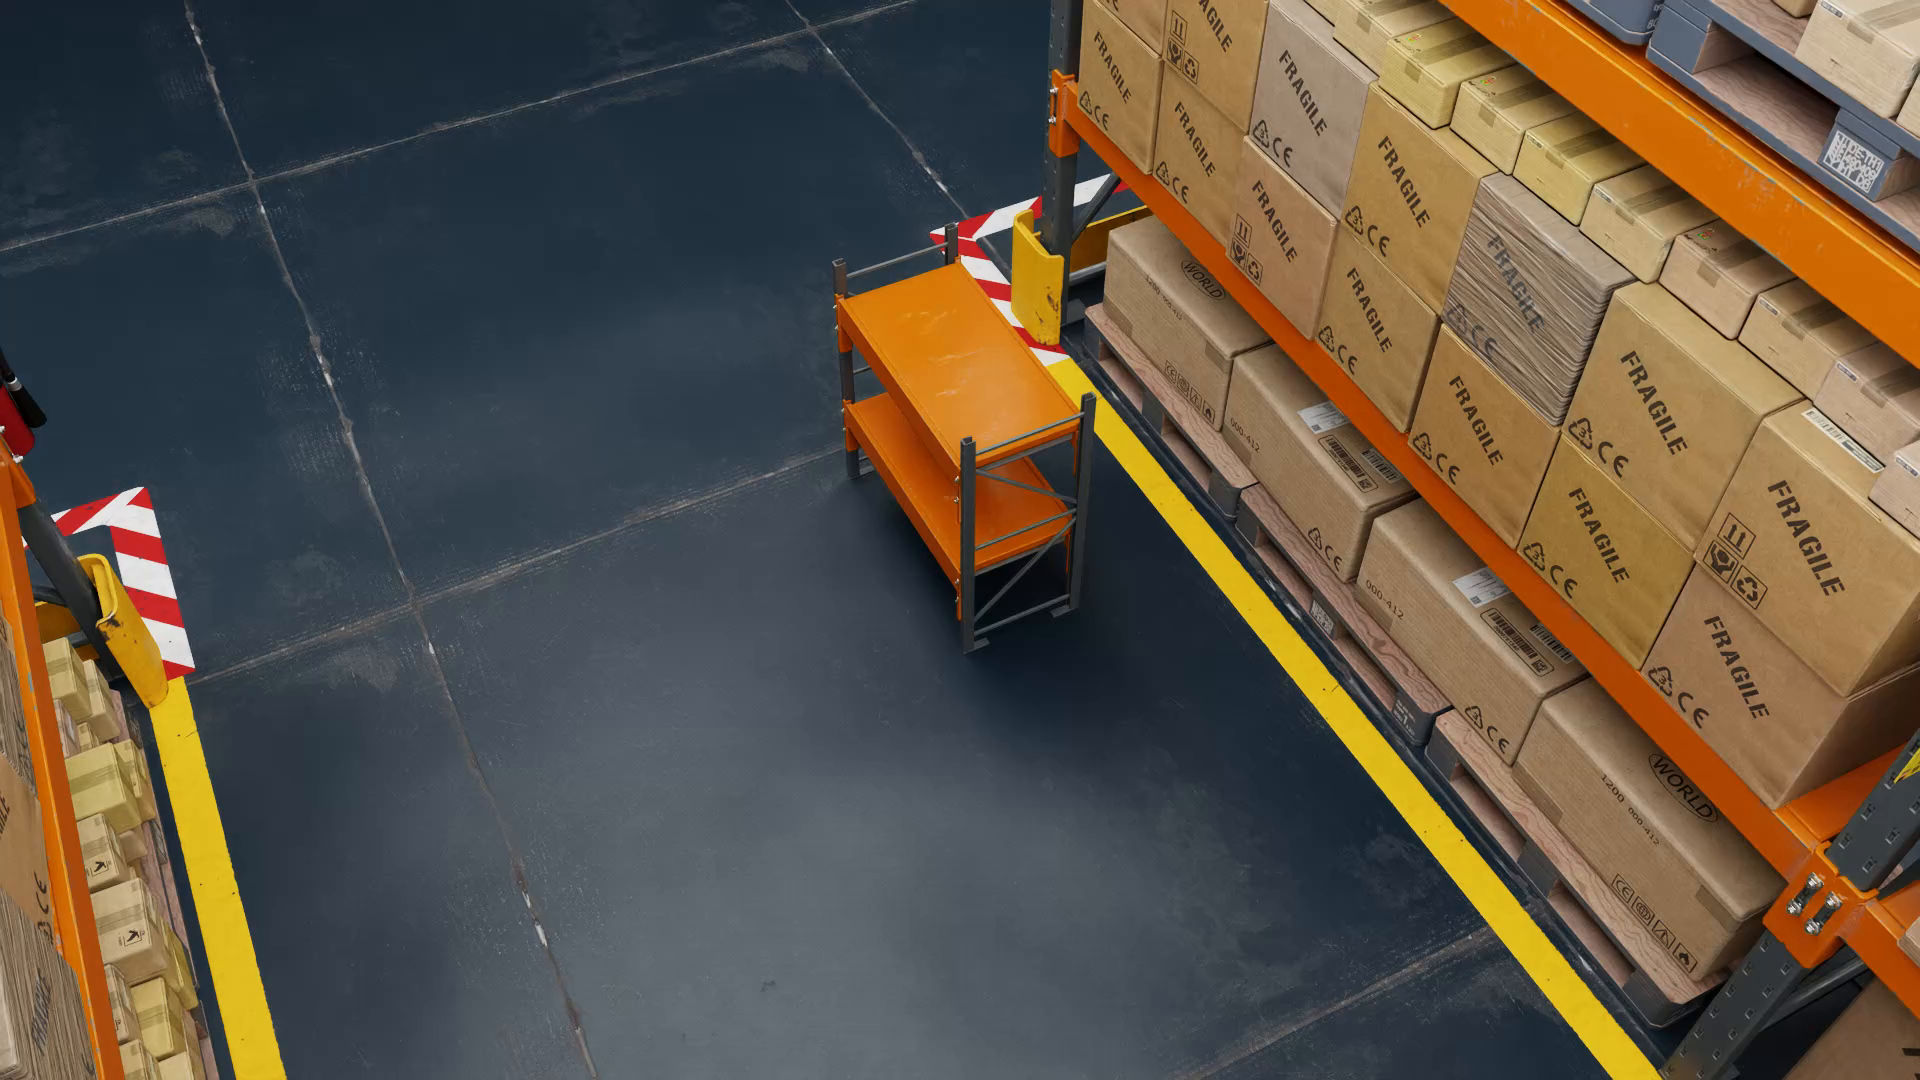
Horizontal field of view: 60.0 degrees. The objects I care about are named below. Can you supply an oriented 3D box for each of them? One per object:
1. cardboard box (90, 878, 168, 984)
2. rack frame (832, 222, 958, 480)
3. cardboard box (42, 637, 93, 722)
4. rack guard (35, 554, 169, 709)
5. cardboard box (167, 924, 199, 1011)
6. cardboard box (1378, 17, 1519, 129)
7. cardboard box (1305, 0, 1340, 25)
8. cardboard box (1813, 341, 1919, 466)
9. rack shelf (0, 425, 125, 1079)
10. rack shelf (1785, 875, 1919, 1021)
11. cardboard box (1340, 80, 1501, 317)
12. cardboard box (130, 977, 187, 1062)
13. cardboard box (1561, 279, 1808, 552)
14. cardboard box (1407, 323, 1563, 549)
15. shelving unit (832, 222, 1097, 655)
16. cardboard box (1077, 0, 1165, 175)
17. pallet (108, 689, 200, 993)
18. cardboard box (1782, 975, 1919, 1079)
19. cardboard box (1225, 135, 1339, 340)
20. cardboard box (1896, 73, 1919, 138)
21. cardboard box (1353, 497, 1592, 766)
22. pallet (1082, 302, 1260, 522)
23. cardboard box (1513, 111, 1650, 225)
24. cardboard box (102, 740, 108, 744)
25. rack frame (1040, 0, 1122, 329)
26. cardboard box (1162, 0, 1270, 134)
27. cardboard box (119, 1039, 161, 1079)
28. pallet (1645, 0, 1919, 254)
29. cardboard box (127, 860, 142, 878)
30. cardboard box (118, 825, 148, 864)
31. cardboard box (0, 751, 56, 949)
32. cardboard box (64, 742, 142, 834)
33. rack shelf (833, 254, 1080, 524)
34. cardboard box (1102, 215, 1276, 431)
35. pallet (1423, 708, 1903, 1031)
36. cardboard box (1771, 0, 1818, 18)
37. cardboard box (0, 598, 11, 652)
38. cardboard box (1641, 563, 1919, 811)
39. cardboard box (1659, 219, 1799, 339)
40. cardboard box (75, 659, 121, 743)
[{"bbox_3d":[-2.540,1.184,4.834,0.380,0.149,0.250,-19,52,-16],"label":"cardboard box"},{"bbox_3d":[-0.236,-0.715,6.521,0.500,1.125,0.032,-21,52,-18],"label":"rack frame"},{"bbox_3d":[-3.070,0.511,5.423,0.380,0.149,0.250,-21,52,-17],"label":"cardboard box"},{"bbox_3d":[-3.503,0.513,5.862,1.175,0.500,0.348,-21,52,-18],"label":"rack guard"},{"bbox_3d":[-2.562,1.374,5.063,0.380,0.149,0.250,-23,53,-19],"label":"cardboard box"},{"bbox_3d":[1.406,-1.323,4.646,0.380,0.149,0.250,-22,52,-18],"label":"cardboard box"},{"bbox_3d":[1.237,-1.684,4.961,0.380,0.149,0.250,-21,52,-17],"label":"cardboard box"},{"bbox_3d":[2.200,-0.342,3.787,0.380,0.149,0.250,-20,52,-17],"label":"cardboard box"},{"bbox_3d":[-2.623,1.215,4.065,1.077,0.370,4.000,-21,52,-18],"label":"rack shelf"},{"bbox_3d":[3.563,2.119,3.274,1.077,0.370,4.000,-21,52,-18],"label":"rack shelf"},{"bbox_3d":[1.498,-1.057,4.844,0.500,0.500,0.500,-21,52,-17],"label":"cardboard box"},{"bbox_3d":[-2.454,1.464,4.787,0.380,0.149,0.250,-19,51,-16],"label":"cardboard box"},{"bbox_3d":[1.961,-0.381,4.253,0.500,0.500,0.500,-22,52,-18],"label":"cardboard box"},{"bbox_3d":[1.725,-0.385,4.920,0.500,0.500,0.500,-22,52,-18],"label":"cardboard box"},{"bbox_3d":[-0.003,-0.375,6.223,0.538,1.125,1.048,-21,52,-18],"label":"shelving unit"},{"bbox_3d":[0.782,-1.746,6.110,0.500,0.500,0.500,-22,52,-18],"label":"cardboard box"},{"bbox_3d":[-3.163,1.164,5.484,1.003,0.211,1.213,-21,52,-18],"label":"pallet"},{"bbox_3d":[3.003,1.493,4.477,0.875,0.875,0.875,-20,52,-16],"label":"cardboard box"},{"bbox_3d":[1.255,-1.070,5.520,0.500,0.500,0.500,-21,52,-18],"label":"cardboard box"},{"bbox_3d":[2.071,-0.888,3.177,0.396,0.266,0.258,-20,52,-16],"label":"cardboard box"},{"bbox_3d":[2.046,0.193,5.904,0.875,0.438,0.875,-23,53,-19],"label":"cardboard box"},{"bbox_3d":[1.253,-0.707,7.121,1.003,0.211,1.213,-21,52,-18],"label":"pallet"},{"bbox_3d":[1.695,-1.005,4.368,0.380,0.149,0.250,-22,52,-18],"label":"cardboard box"},{"bbox_3d":[-3.111,0.720,5.635,0.380,0.149,0.250,-20,52,-17],"label":"cardboard box"},{"bbox_3d":[0.817,-2.133,6.516,1.000,3.000,0.127,-21,52,-18],"label":"rack frame"},{"bbox_3d":[1.026,-1.732,5.434,0.500,0.500,0.500,-22,53,-18],"label":"cardboard box"},{"bbox_3d":[-2.373,1.564,4.501,0.380,0.149,0.250,-21,52,-17],"label":"cardboard box"},{"bbox_3d":[2.283,-0.965,3.560,1.003,0.211,1.213,-21,52,-18],"label":"pallet"},{"bbox_3d":[-2.859,1.064,5.334,0.380,0.149,0.250,-21,52,-18],"label":"cardboard box"},{"bbox_3d":[-2.803,0.944,5.242,0.380,0.149,0.250,-23,53,-19],"label":"cardboard box"},{"bbox_3d":[-2.413,0.741,3.738,0.500,0.500,0.500,-19,51,-16],"label":"cardboard box"},{"bbox_3d":[-2.775,0.829,5.145,0.380,0.149,0.250,-22,52,-18],"label":"cardboard box"},{"bbox_3d":[-0.003,-0.568,6.003,0.538,0.278,1.000,-21,52,-18],"label":"rack shelf"},{"bbox_3d":[1.208,-1.021,6.966,0.875,0.438,0.875,-23,53,-19],"label":"cardboard box"},{"bbox_3d":[2.369,0.926,5.692,1.003,0.211,1.213,-21,52,-18],"label":"pallet"},{"bbox_3d":[2.002,-1.540,3.590,0.797,0.503,0.637,-17,51,-15],"label":"cardboard box"},{"bbox_3d":[-2.872,0.067,4.327,0.500,0.500,0.500,-22,52,-18],"label":"cardboard box"},{"bbox_3d":[2.208,0.289,4.331,0.500,0.500,0.500,-21,52,-17],"label":"cardboard box"},{"bbox_3d":[1.962,-0.675,4.079,0.380,0.149,0.250,-22,52,-18],"label":"cardboard box"},{"bbox_3d":[-3.043,0.597,5.545,0.380,0.149,0.250,-22,53,-18],"label":"cardboard box"}]
